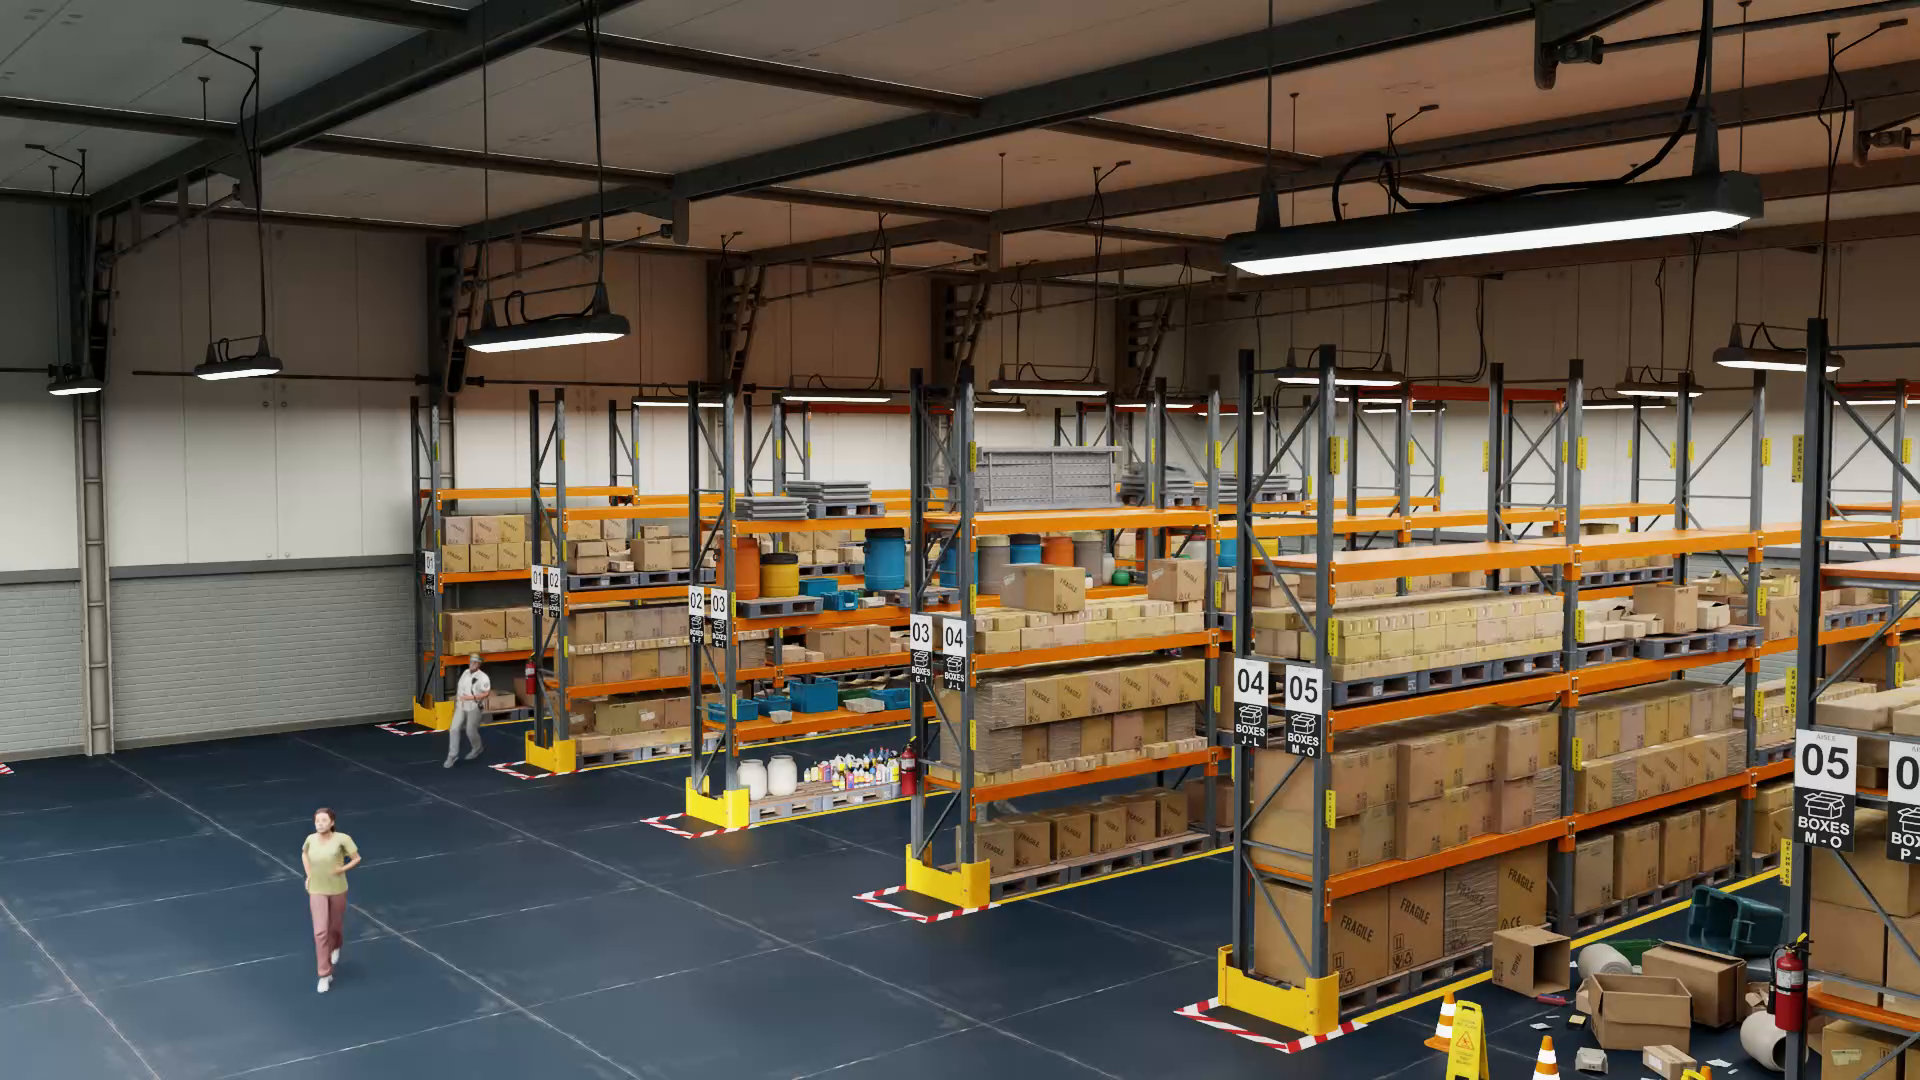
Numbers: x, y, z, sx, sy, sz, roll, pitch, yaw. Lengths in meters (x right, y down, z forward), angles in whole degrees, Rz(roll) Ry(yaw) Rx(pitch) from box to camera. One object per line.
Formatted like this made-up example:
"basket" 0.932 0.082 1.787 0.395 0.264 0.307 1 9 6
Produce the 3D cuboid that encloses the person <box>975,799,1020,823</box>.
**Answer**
"person" 0.434 2.998 21.298 0.913 1.778 0.686 -3 5 -42

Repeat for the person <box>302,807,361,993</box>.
"person" -6.037 3.388 15.957 0.564 1.681 0.891 -1 3 -12

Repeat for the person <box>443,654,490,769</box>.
"person" -7.849 2.707 26.622 0.678 1.778 0.884 1 4 17
